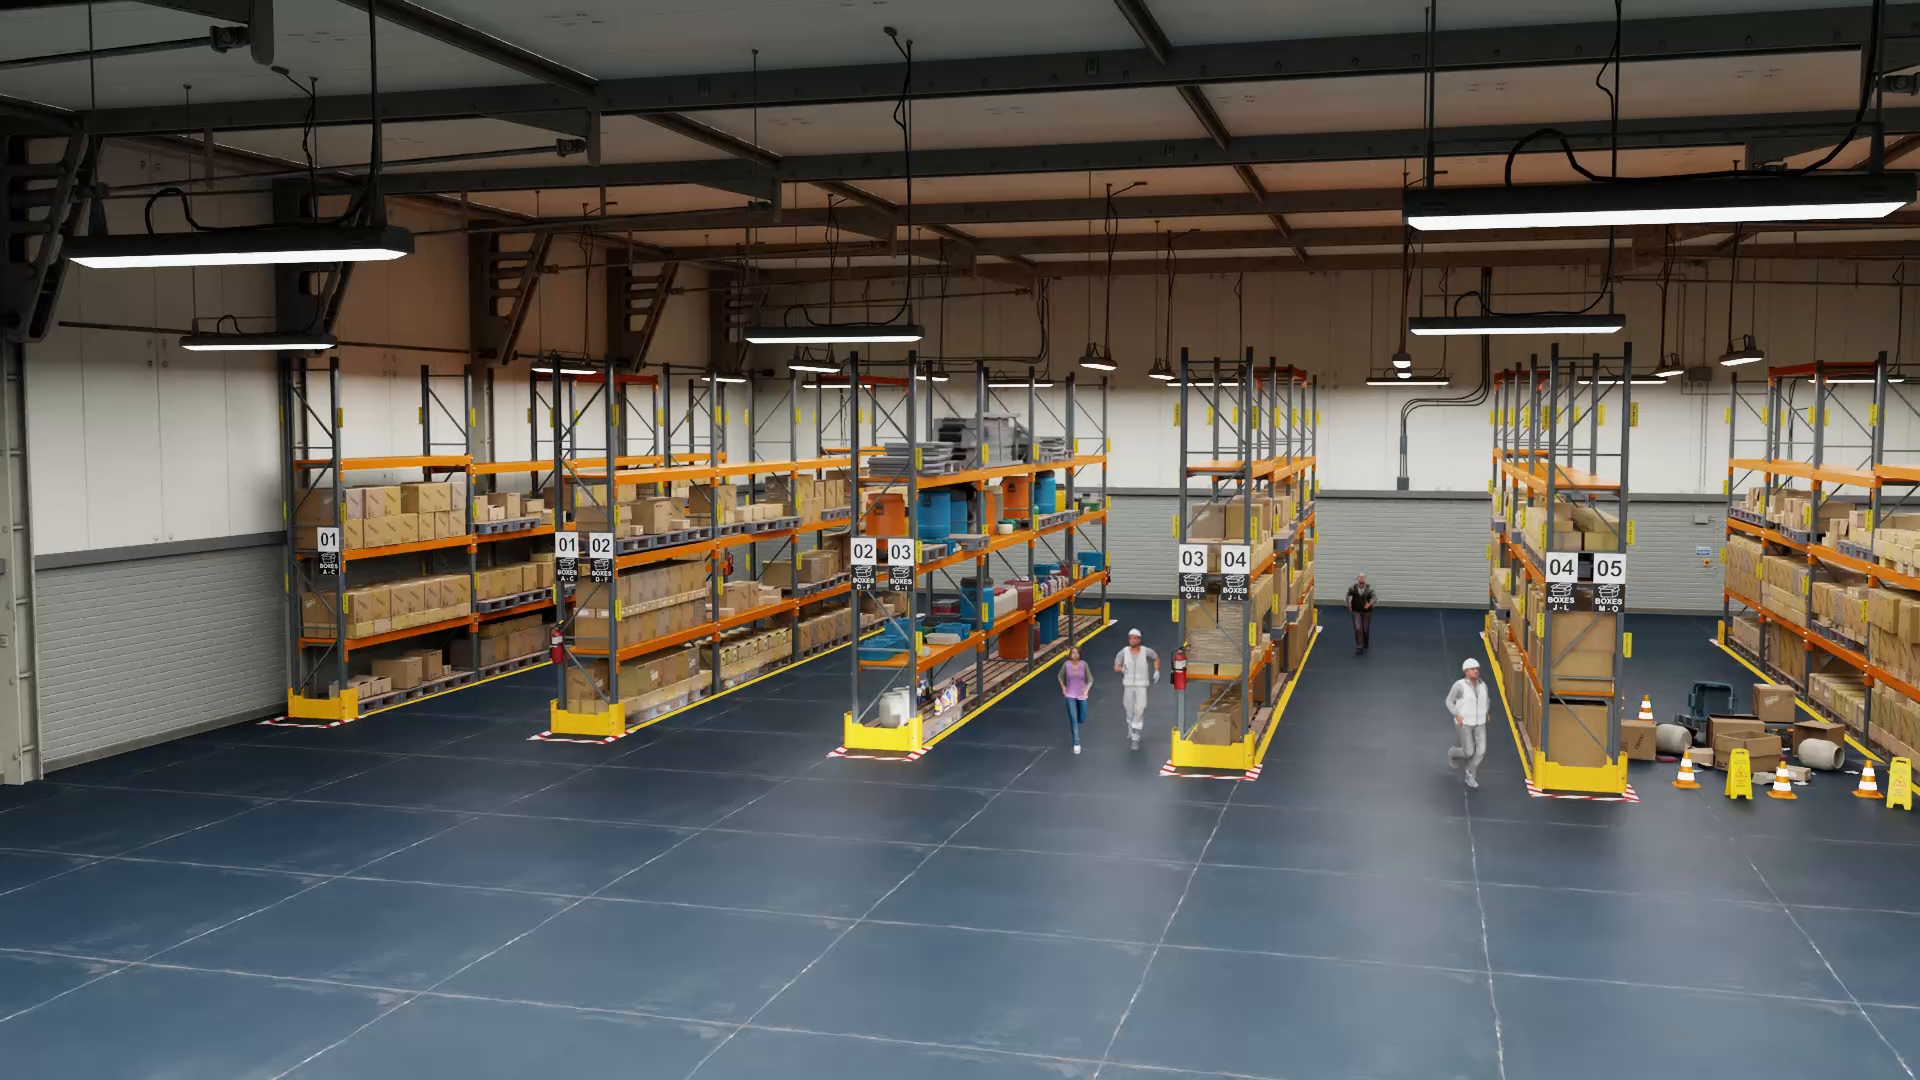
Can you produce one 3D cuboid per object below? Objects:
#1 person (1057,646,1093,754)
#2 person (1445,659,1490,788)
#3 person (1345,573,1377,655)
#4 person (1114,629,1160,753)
[{"bbox_3d":[1.751,2.393,25.225,0.520,1.580,0.925,0,4,-6],"label":"person"},{"bbox_3d":[6.943,2.482,22.775,0.623,1.736,0.620,-1,4,-13],"label":"person"},{"bbox_3d":[8.542,1.551,35.433,0.668,1.716,0.758,1,4,15],"label":"person"},{"bbox_3d":[2.667,2.252,25.295,0.669,1.790,0.977,1,4,16],"label":"person"}]
